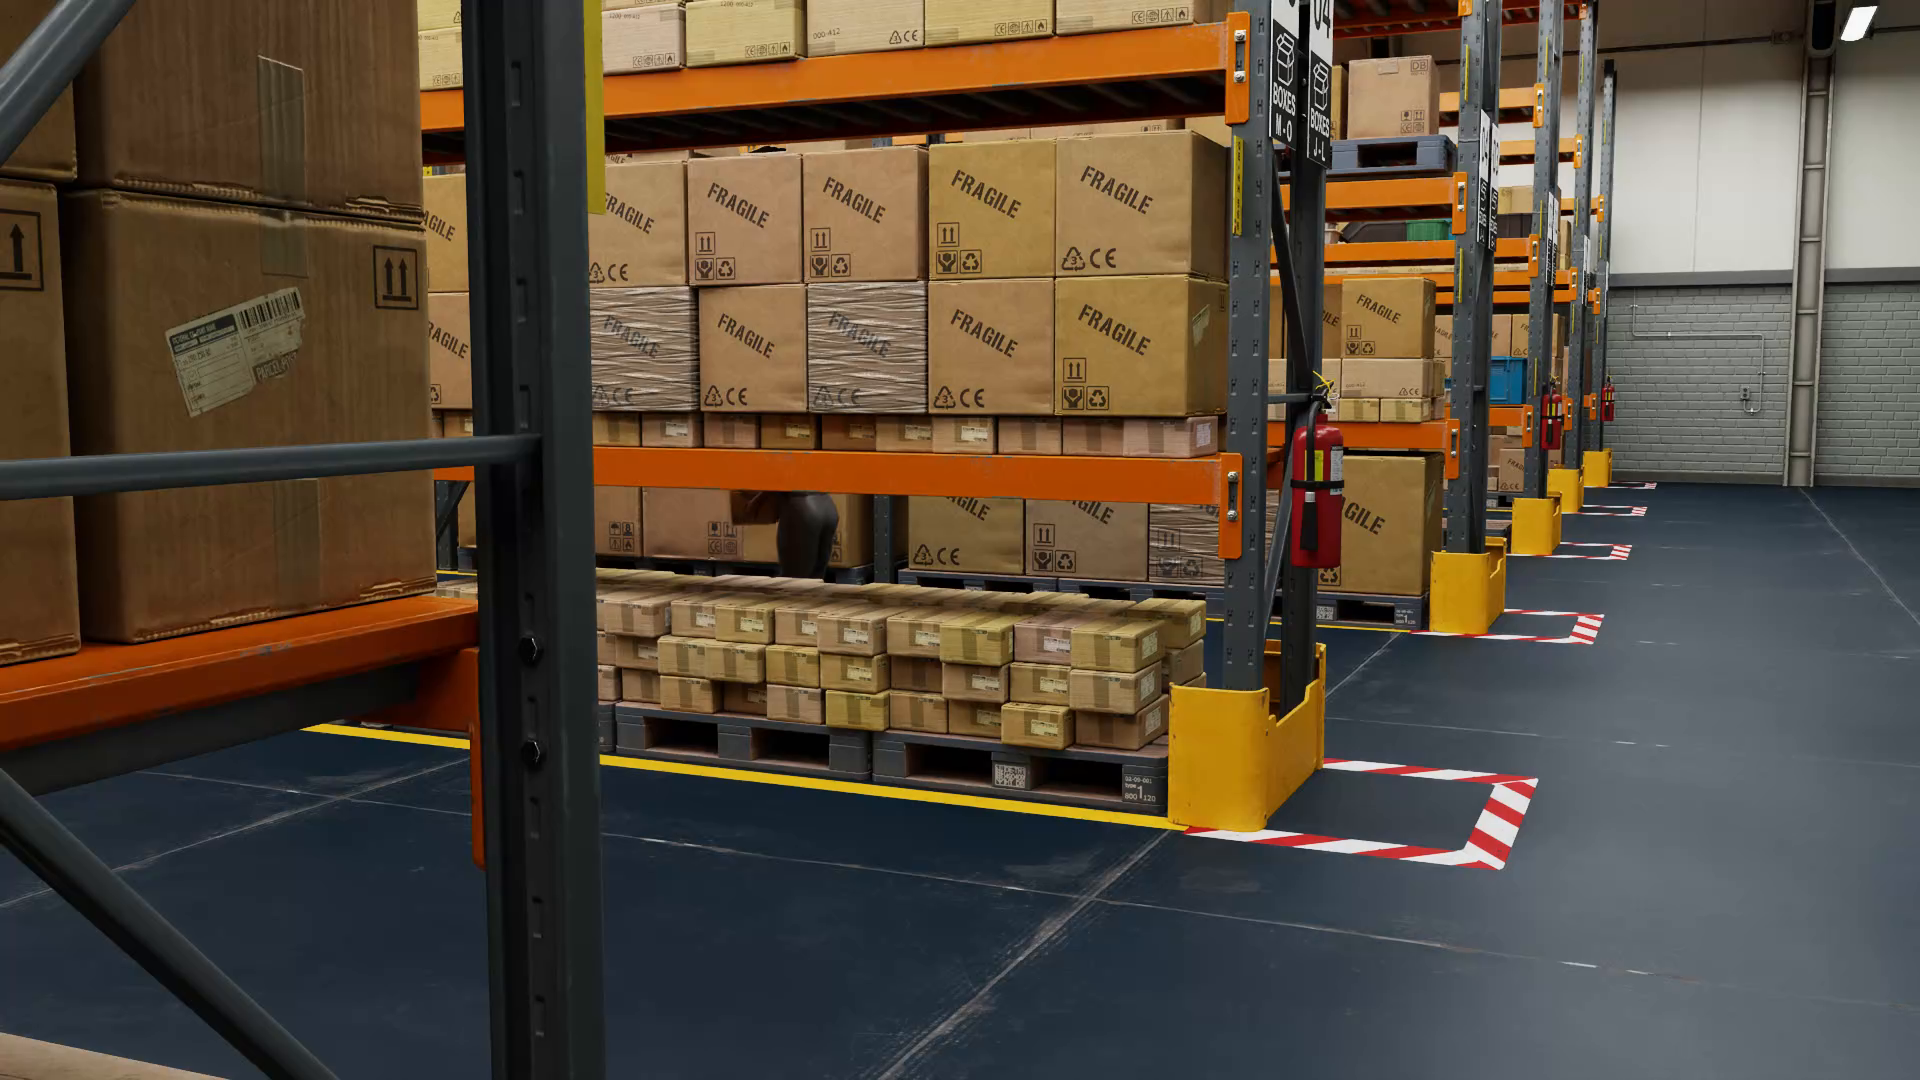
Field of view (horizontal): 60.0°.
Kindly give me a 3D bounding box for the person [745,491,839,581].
[{"bbox_3d":[-0.885,-0.108,8.885,0.497,1.657,0.474,2,6,23],"label":"person"}]
